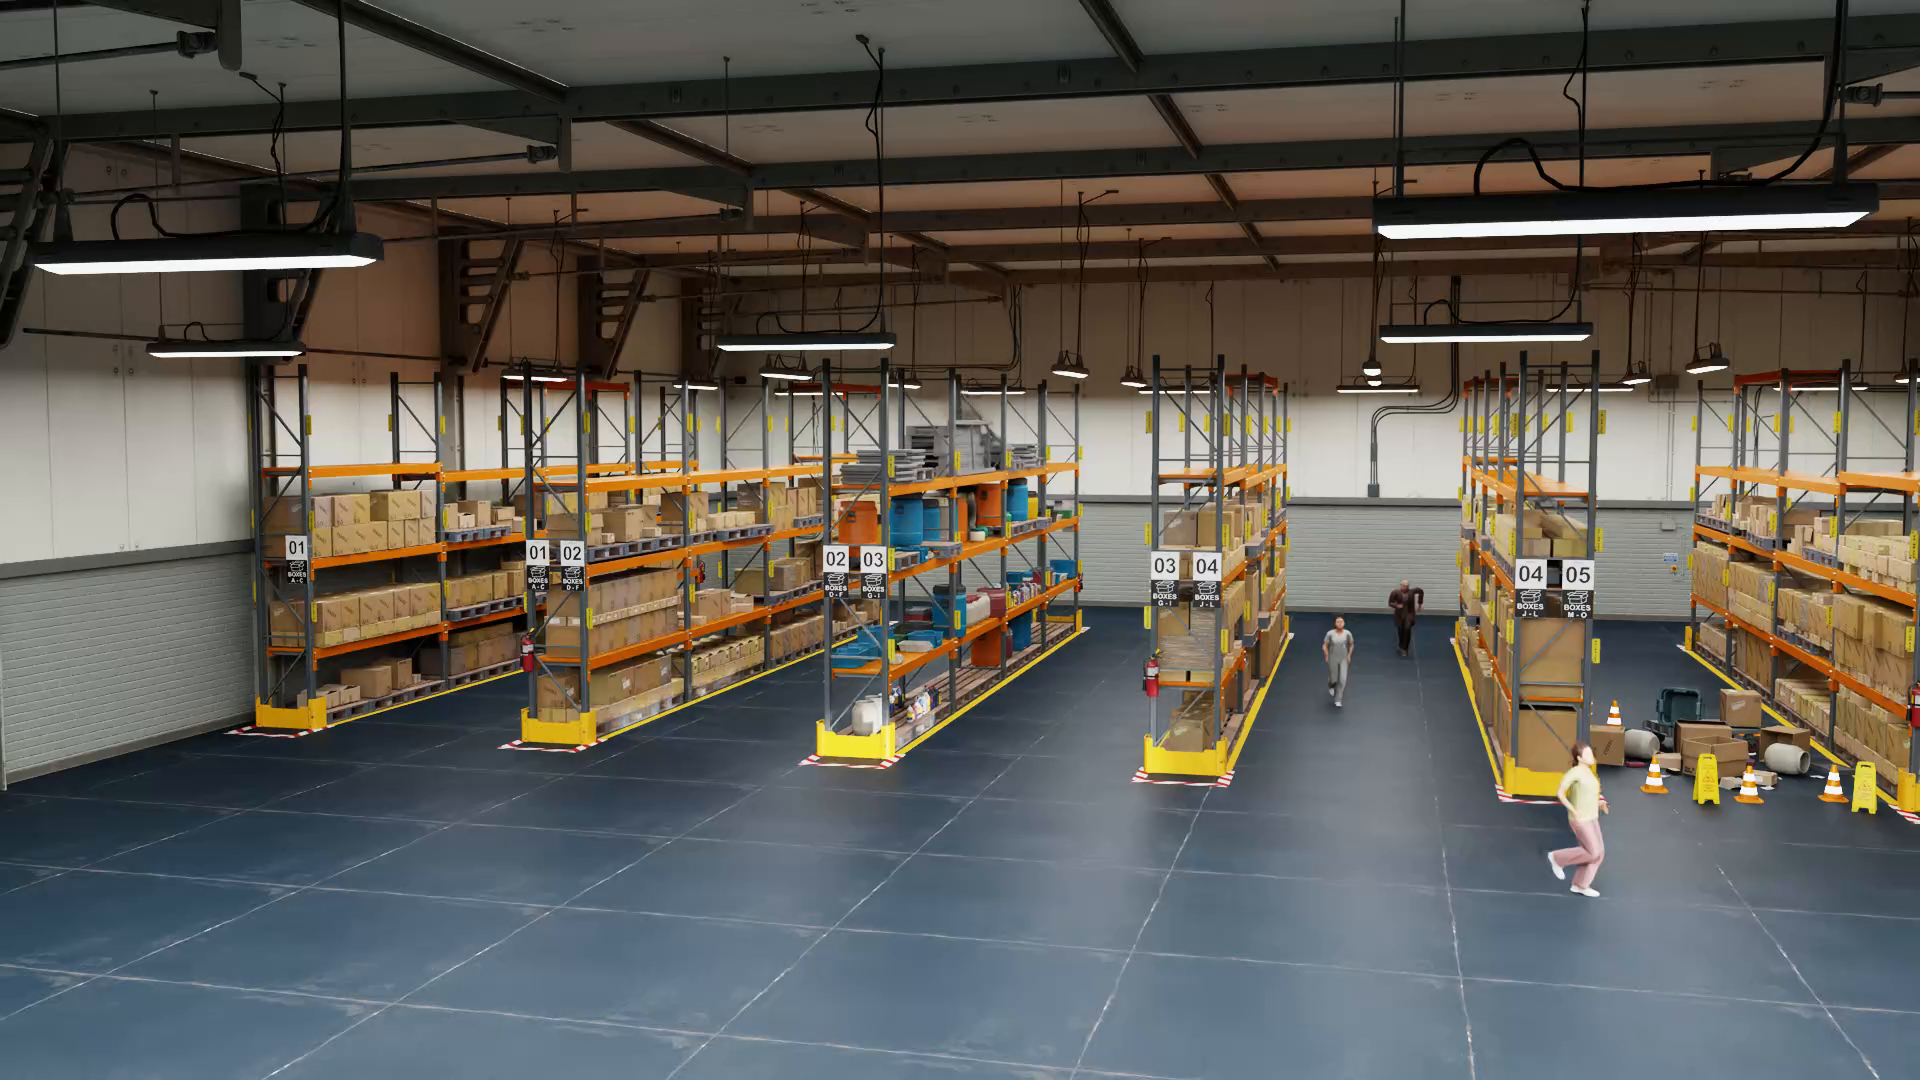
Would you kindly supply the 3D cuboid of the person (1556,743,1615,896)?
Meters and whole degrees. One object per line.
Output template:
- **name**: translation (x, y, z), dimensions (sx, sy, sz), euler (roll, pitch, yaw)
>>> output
- **person**: translation (6.669, 2.974, 17.711), dimensions (0.584, 1.626, 0.547), euler (-4, 5, -42)

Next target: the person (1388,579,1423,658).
- **person**: translation (9.673, 1.749, 36.162), dimensions (0.752, 1.629, 1.071), euler (1, 4, 11)

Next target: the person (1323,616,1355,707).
- **person**: translation (6.759, 2.154, 29.690), dimensions (0.549, 1.617, 0.603), euler (0, 4, 6)
